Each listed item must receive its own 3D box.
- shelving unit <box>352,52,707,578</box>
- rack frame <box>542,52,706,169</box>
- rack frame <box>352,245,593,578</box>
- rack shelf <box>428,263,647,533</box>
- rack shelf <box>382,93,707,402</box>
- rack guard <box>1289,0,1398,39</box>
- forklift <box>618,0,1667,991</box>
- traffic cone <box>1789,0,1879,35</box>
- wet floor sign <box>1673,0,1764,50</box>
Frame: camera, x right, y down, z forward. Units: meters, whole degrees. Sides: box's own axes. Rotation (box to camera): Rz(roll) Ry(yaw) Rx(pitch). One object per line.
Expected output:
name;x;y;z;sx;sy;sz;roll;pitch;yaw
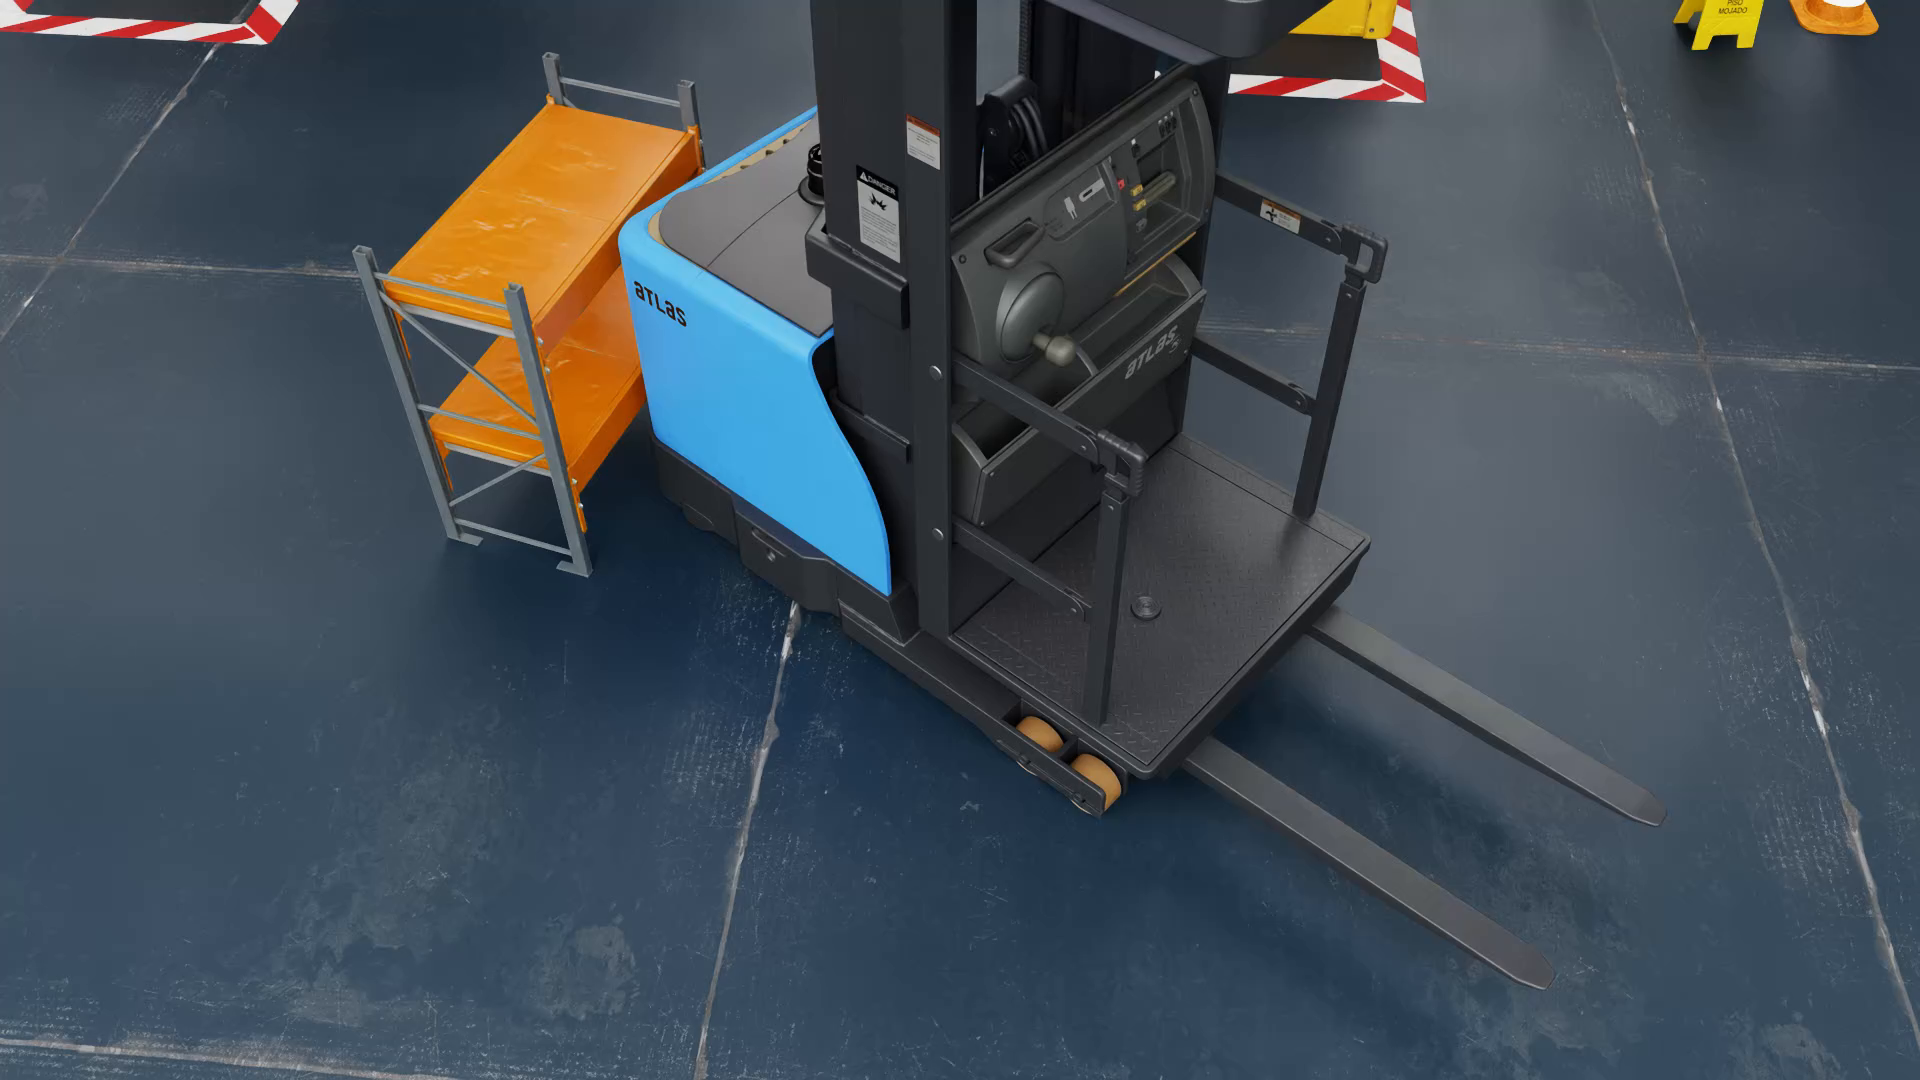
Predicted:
shelving unit;-1.207;-0.689;5.118;0.538;1.125;1.048;15;49;13
rack frame;-1.035;-1.042;5.441;0.500;1.125;0.032;15;49;13
rack frame;-1.379;-0.336;4.795;0.500;1.125;0.032;15;49;13
rack shelf;-1.207;-0.524;5.298;0.538;0.278;1.000;15;49;13
rack shelf;-1.207;-0.887;4.902;0.538;0.278;1.000;15;49;13
rack guard;1.316;-2.514;7.211;1.175;0.500;0.348;4;48;4
forklift;0.474;-0.683;3.889;3.031;2.935;1.130;33;55;26
traffic cone;3.875;-2.488;7.212;0.336;0.463;0.334;4;48;4
wet floor sign;3.287;-2.426;7.032;0.267;0.644;0.232;-4;48;-3
